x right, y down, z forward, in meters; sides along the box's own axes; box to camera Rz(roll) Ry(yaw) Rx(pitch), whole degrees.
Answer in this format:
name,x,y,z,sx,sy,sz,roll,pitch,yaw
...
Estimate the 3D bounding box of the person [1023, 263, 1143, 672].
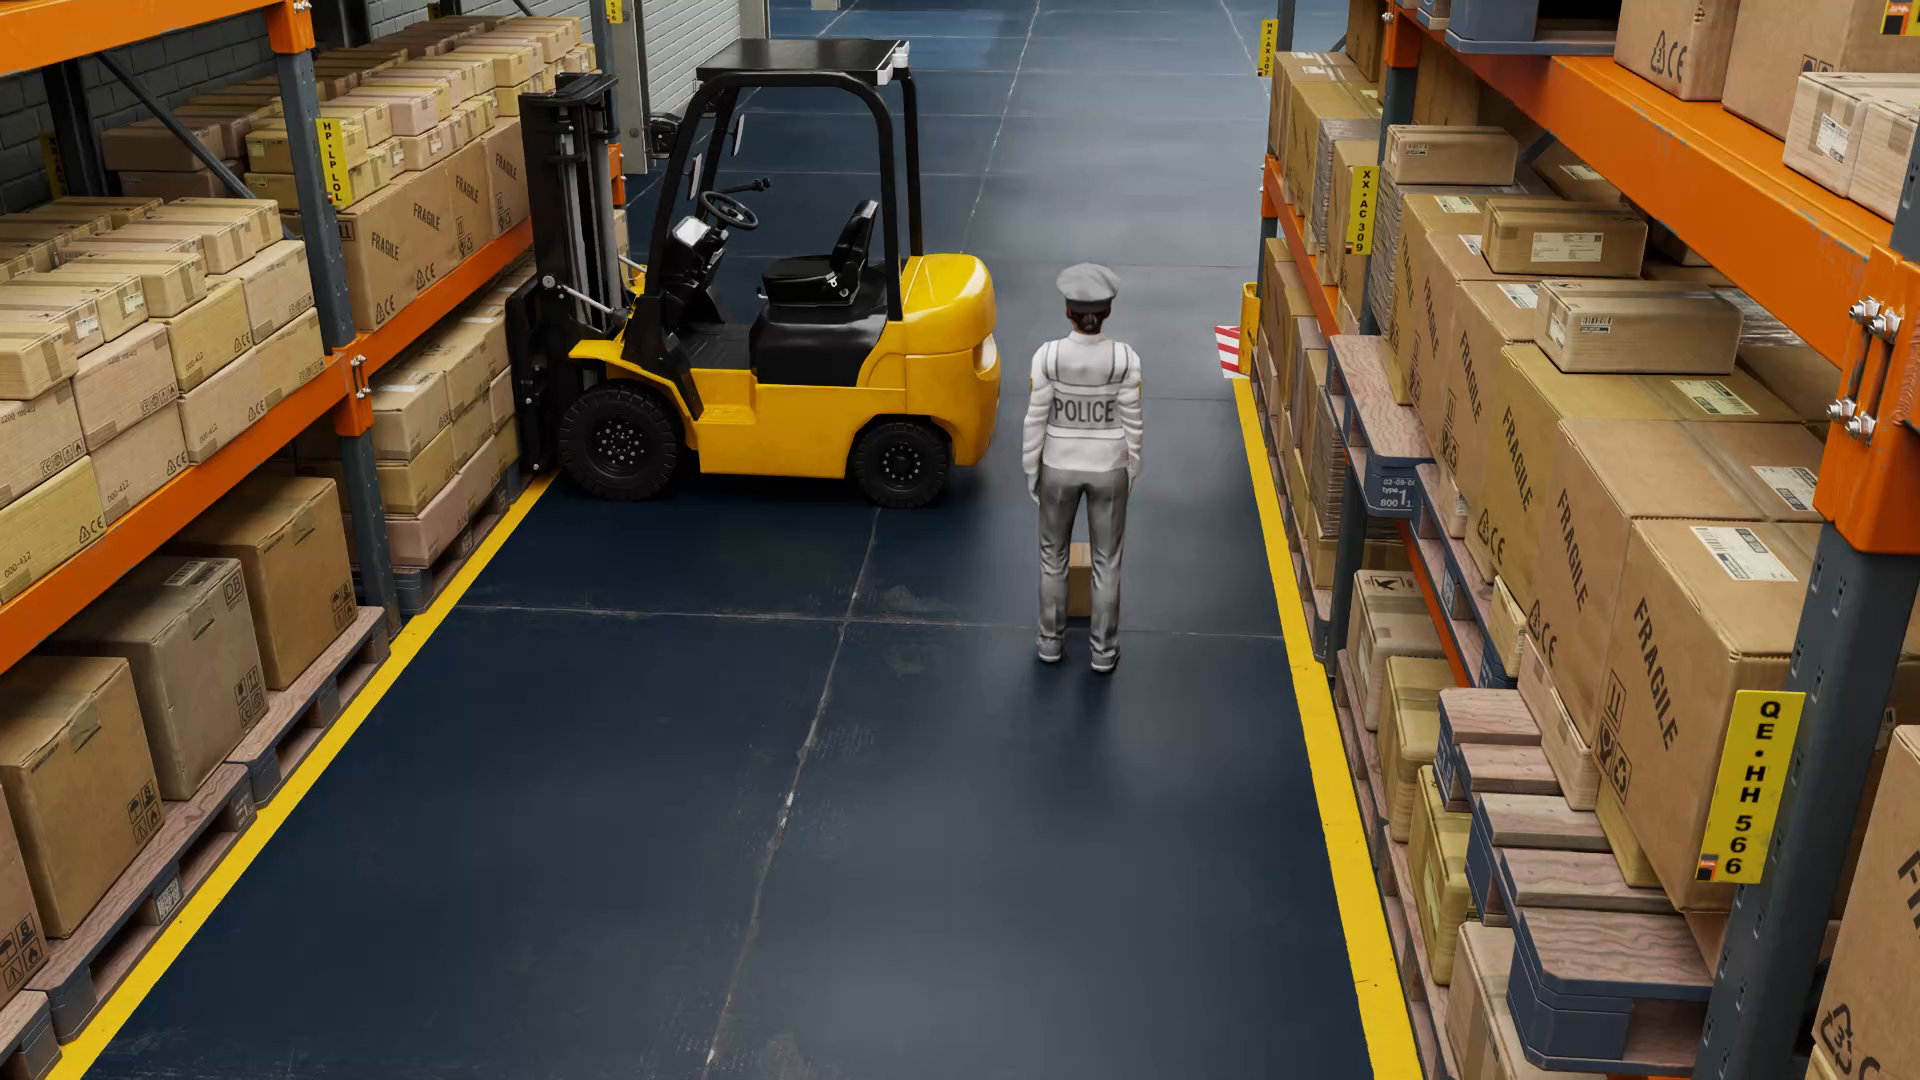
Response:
name,x,y,z,sx,sy,sz,roll,pitch,yaw
person,0.489,-0.278,6.695,0.472,1.683,0.350,2,25,5
